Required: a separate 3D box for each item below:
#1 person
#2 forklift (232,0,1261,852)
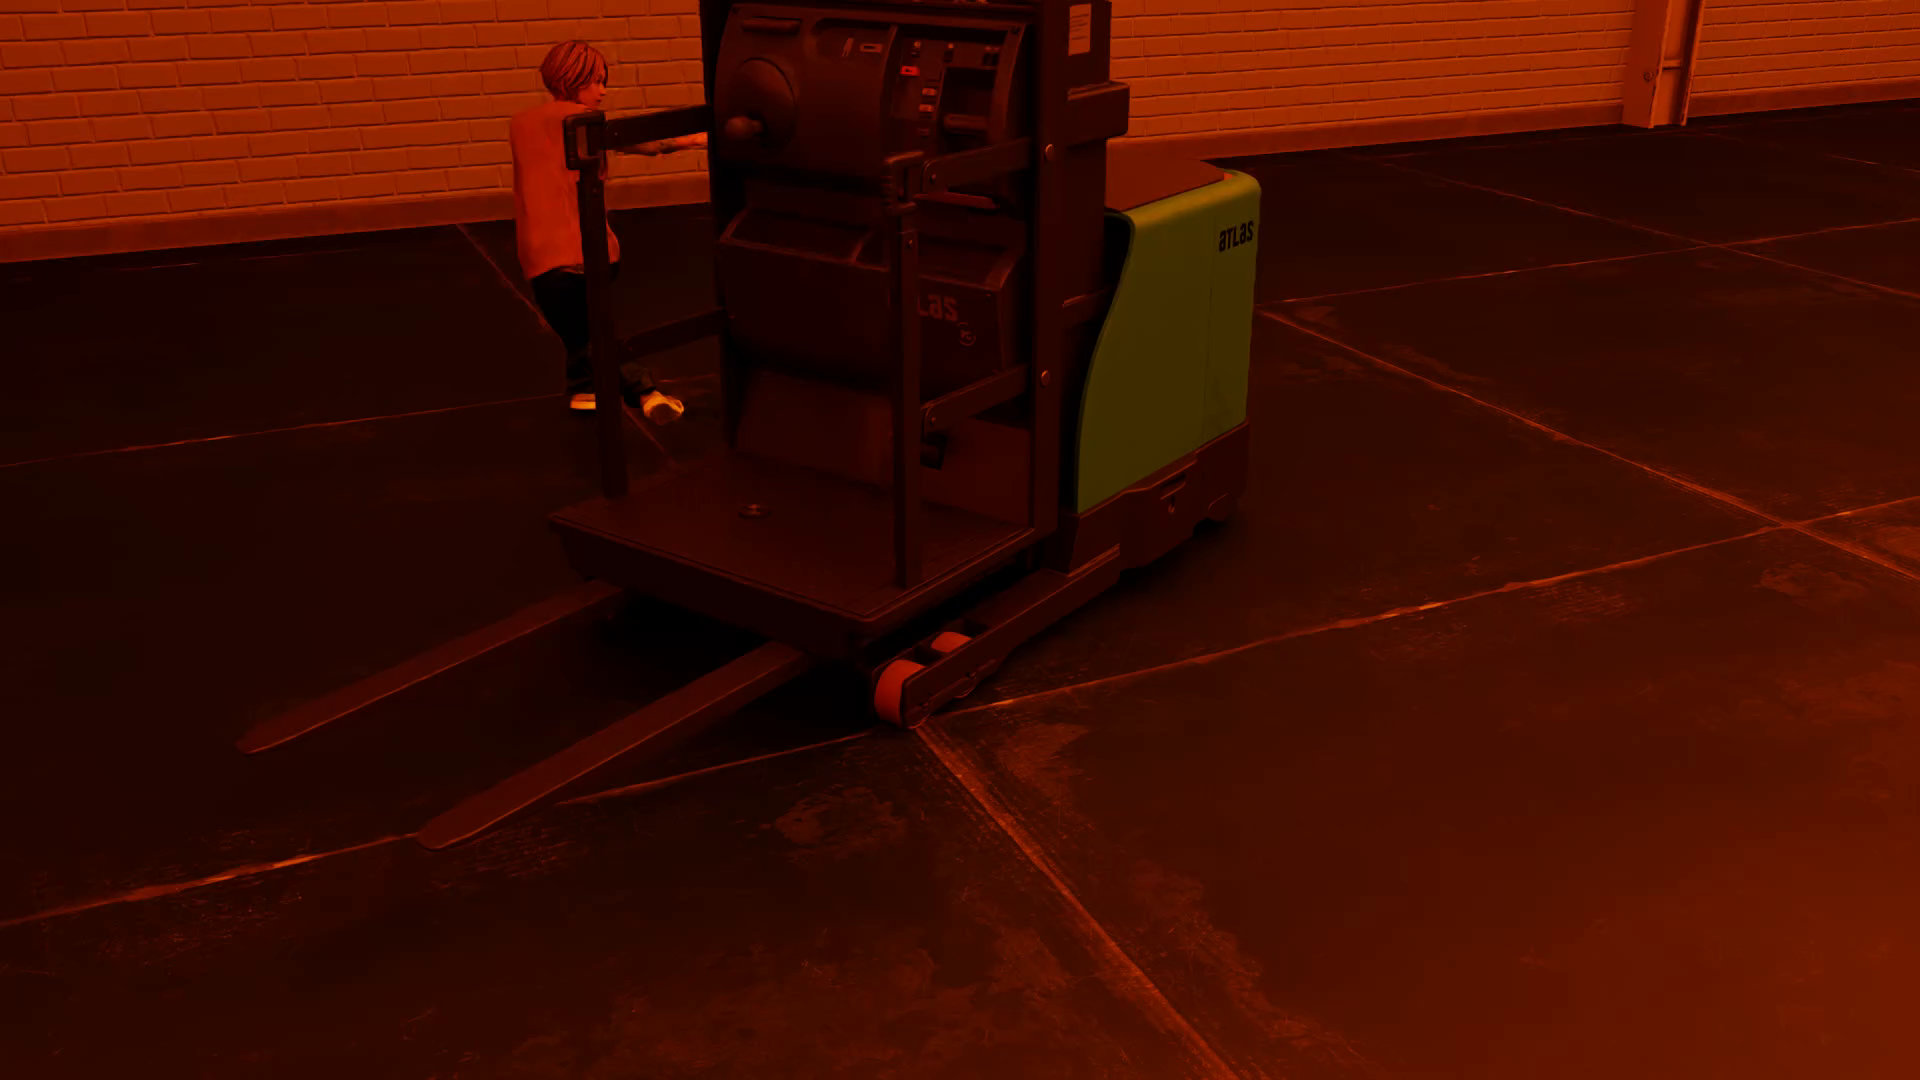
[{"bbox_3d":[-1.210,-1.083,5.994,0.727,1.366,1.037,-2,23,-5],"label":"person"},{"bbox_3d":[-0.366,-1.109,3.955,1.130,2.935,3.031,16,27,33],"label":"forklift"}]
